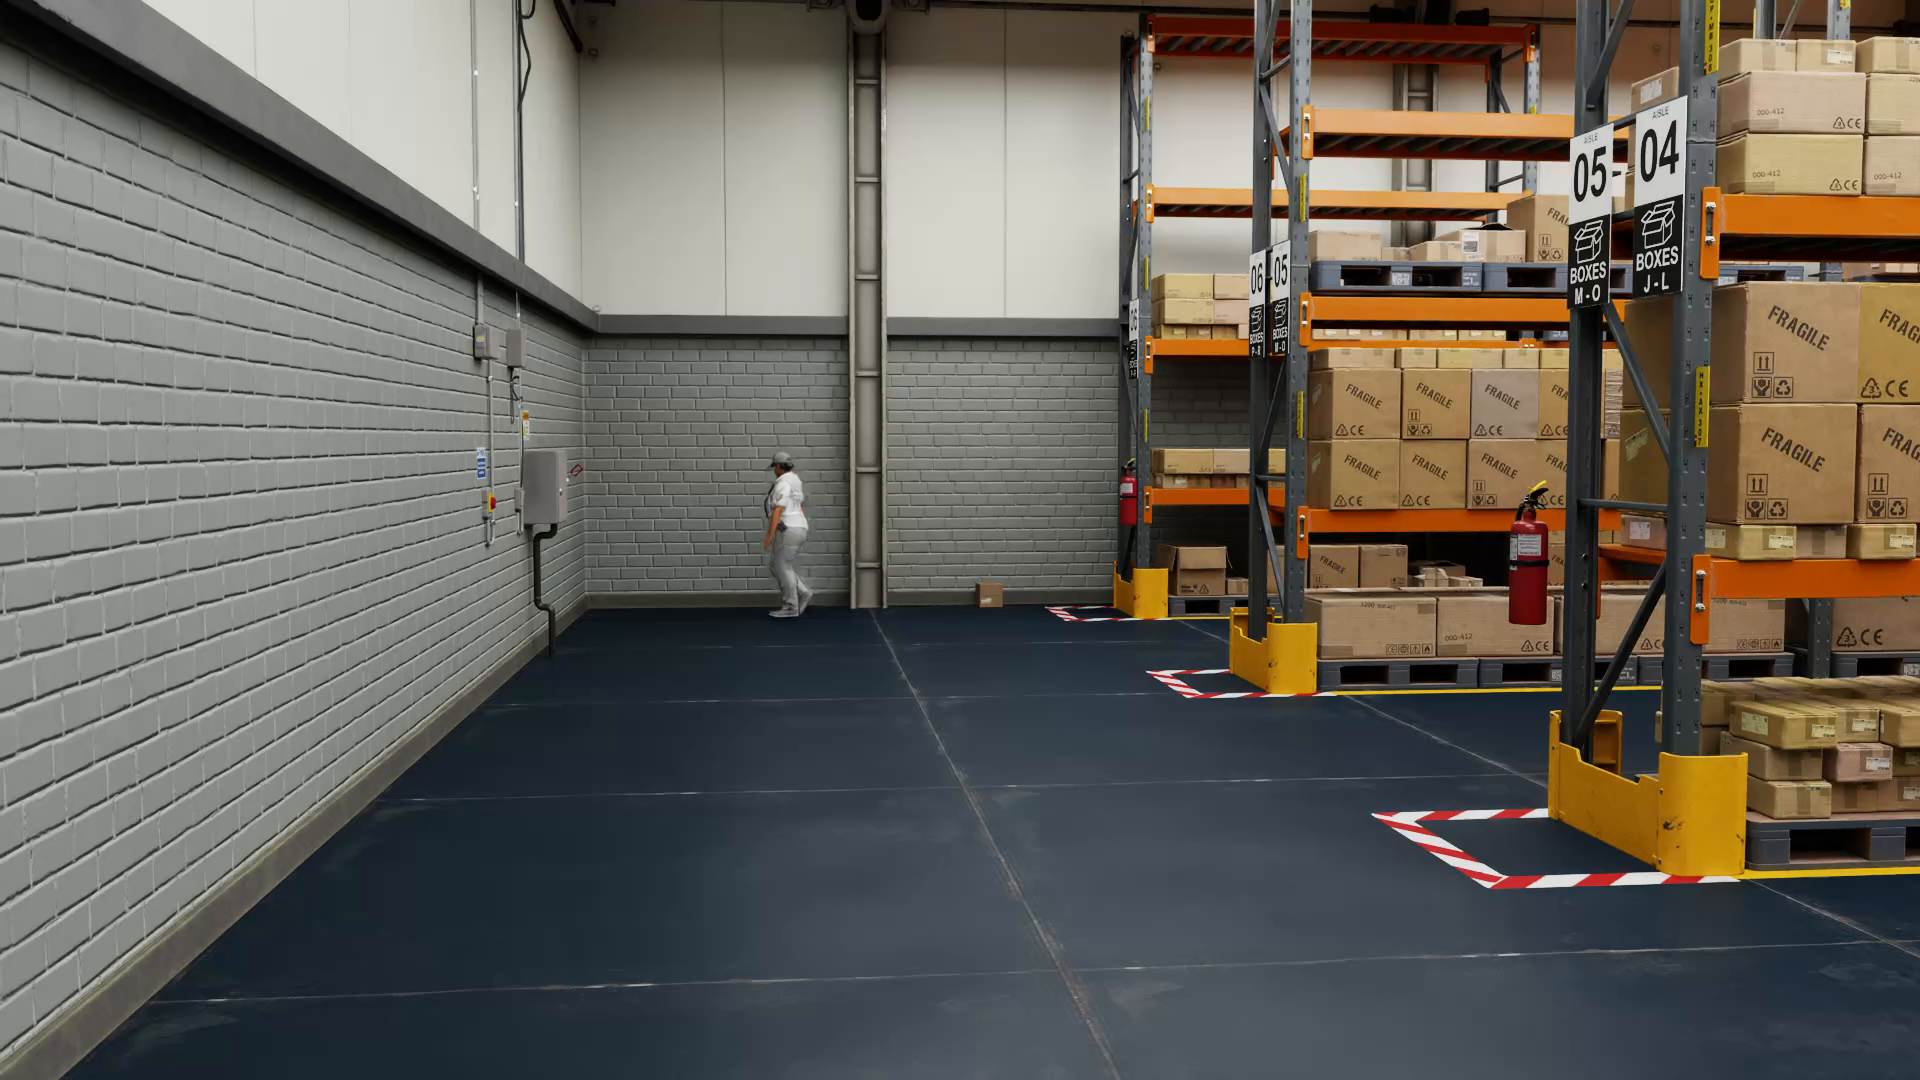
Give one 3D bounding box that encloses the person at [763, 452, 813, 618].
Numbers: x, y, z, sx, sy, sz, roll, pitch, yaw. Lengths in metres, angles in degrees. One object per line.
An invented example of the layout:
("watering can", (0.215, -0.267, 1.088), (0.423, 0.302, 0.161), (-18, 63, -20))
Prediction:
("person", (-1.712, -0.049, 16.613), (0.460, 1.662, 0.531), (0, 4, 7))
